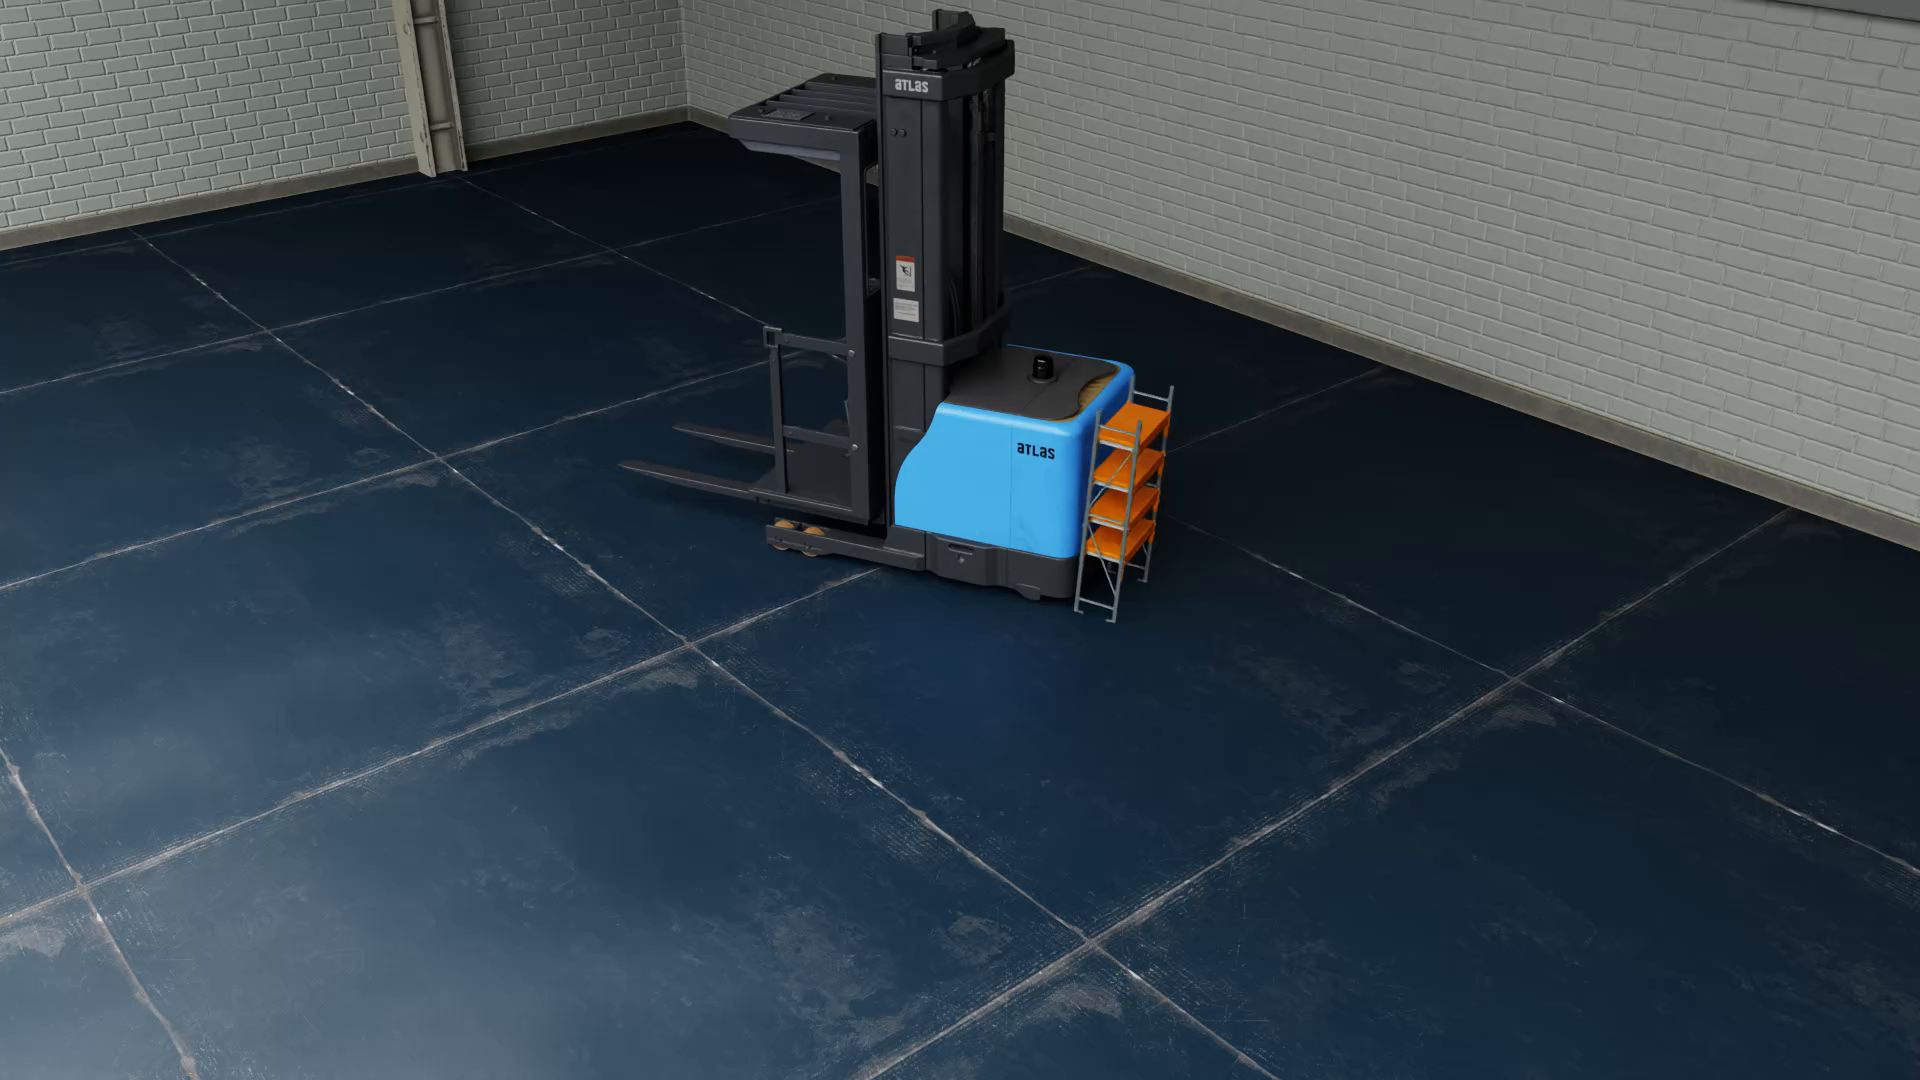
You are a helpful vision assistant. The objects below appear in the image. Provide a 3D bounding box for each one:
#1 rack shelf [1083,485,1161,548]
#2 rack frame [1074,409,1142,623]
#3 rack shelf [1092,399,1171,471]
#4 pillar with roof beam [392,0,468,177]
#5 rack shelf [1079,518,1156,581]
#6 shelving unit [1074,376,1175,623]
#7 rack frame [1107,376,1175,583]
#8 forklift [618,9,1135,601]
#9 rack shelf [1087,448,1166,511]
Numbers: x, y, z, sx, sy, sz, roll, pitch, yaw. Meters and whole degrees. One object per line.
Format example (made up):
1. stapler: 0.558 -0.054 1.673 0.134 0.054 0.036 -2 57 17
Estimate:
1. rack shelf: 0.866 -0.153 8.887 0.258 0.148 0.480 16 32 20
2. rack frame: 0.764 -0.107 8.660 0.240 1.200 0.015 16 32 20
3. rack shelf: 0.895 -0.551 8.658 0.258 0.148 0.480 16 32 20
4. pillar with roof beam: -2.393 -6.136 11.684 0.400 9.000 9.100 -22 35 -35
5. rack shelf: 0.853 0.019 8.986 0.258 0.148 0.480 16 32 20
6. shelving unit: 0.870 -0.211 8.853 0.258 1.200 0.503 16 32 20
7. rack frame: 0.976 -0.315 9.047 0.240 1.200 0.015 16 32 20
8. forklift: -0.569 -1.412 9.282 3.031 2.935 1.130 12 30 21
9. rack shelf: 0.880 -0.346 8.776 0.258 0.148 0.480 16 32 20
